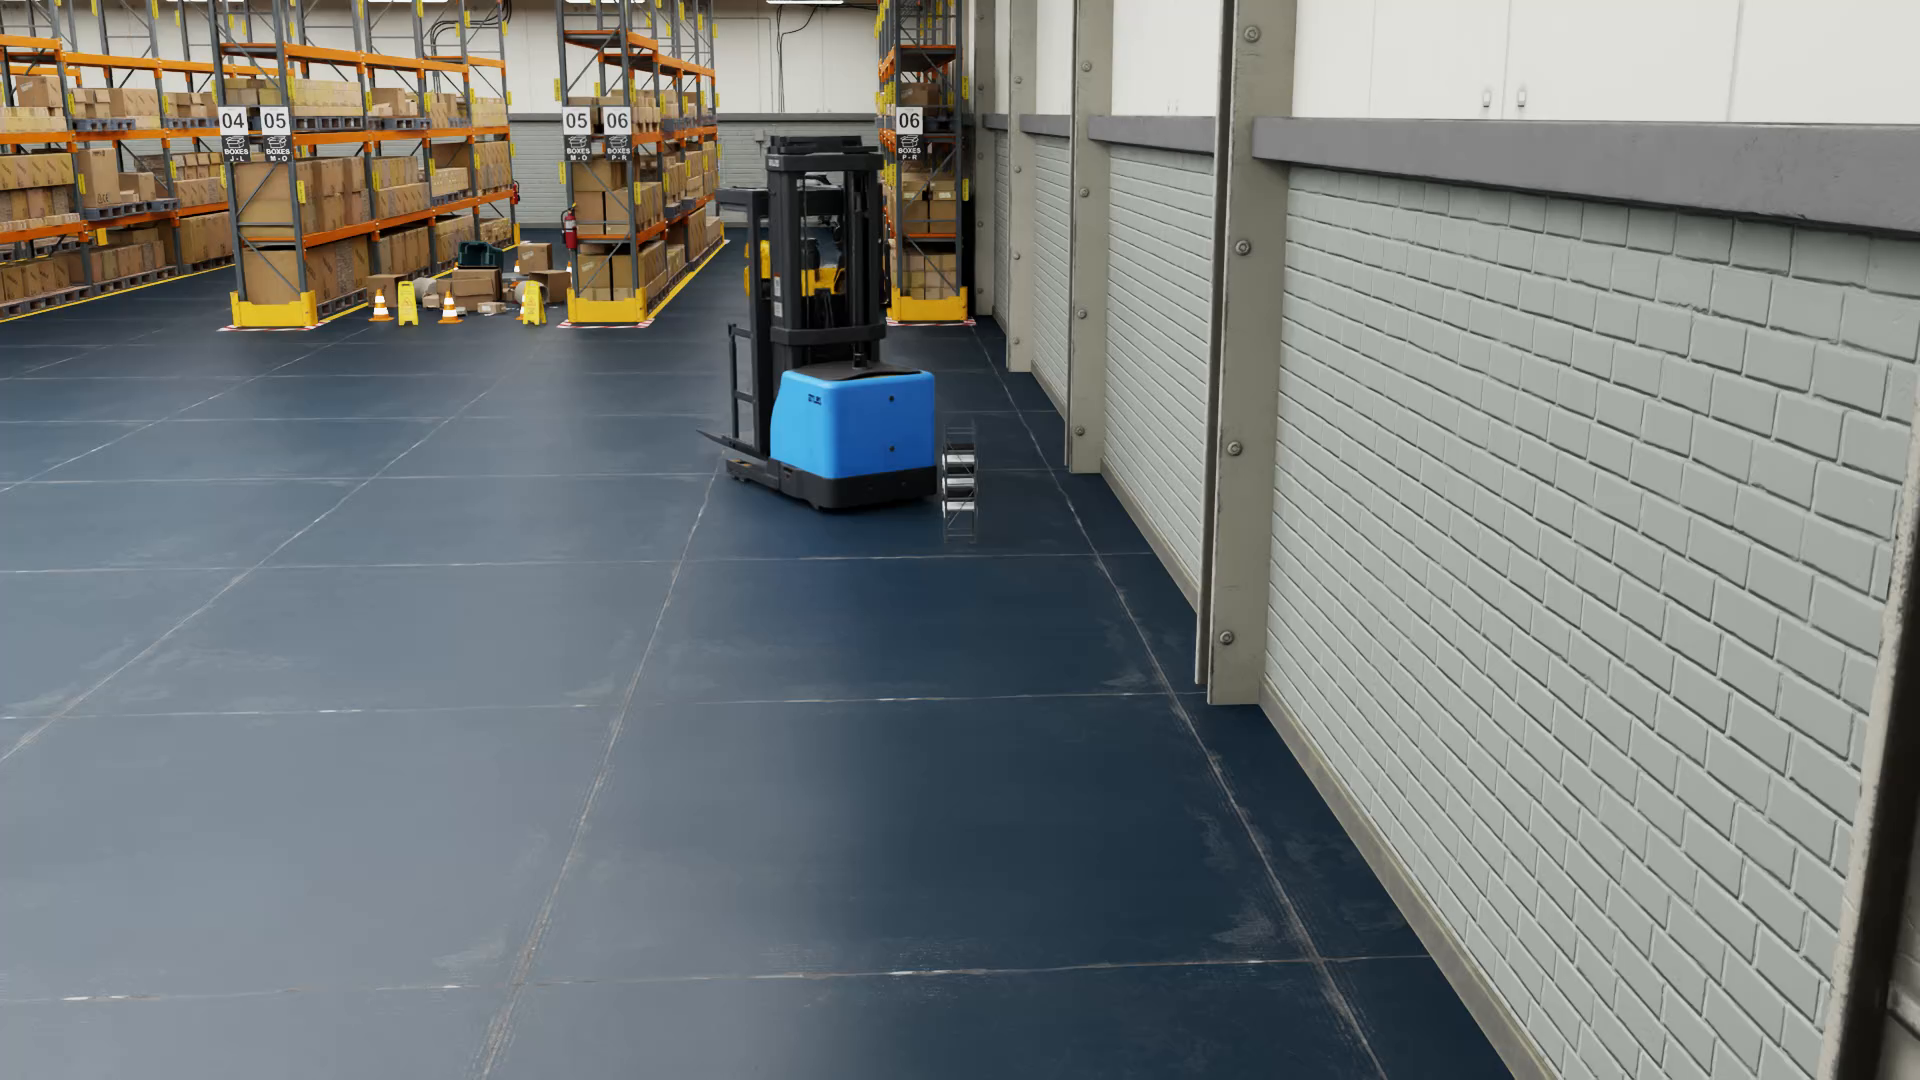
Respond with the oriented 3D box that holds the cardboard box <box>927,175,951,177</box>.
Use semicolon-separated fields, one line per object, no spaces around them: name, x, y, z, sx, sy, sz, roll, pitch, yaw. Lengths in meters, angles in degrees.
cardboard box;-0.355;-6.005;27.746;0.380;0.149;0.250;-1;14;-4

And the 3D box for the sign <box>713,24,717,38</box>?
sign;-5.878;-12.200;39.850;0.100;0.325;0.005;-1;14;-3

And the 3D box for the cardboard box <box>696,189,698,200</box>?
cardboard box;-5.851;-7.371;35.457;0.500;0.250;0.500;-1;14;-5

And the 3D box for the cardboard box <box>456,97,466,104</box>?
cardboard box;-10.883;-9.594;36.272;0.380;0.149;0.250;-1;14;-4

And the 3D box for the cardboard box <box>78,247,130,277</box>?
cardboard box;-15.630;-5.075;30.365;0.700;0.500;0.500;-2;15;-8

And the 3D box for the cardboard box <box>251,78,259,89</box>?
cardboard box;-10.737;-6.828;24.884;0.380;0.149;0.250;-1;14;-3

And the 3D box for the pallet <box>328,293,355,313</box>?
pallet;-10.564;-3.868;27.136;1.003;0.211;1.213;-1;14;-3

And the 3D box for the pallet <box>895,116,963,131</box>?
pallet;-0.493;-6.483;25.863;1.003;0.211;1.213;-1;14;-3

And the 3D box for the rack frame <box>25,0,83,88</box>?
rack frame;-21.255;-11.475;39.065;1.000;3.000;0.127;-1;14;-3

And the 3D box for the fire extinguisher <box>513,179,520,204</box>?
fire extinguisher;-10.910;-8.549;40.637;0.296;0.674;0.183;-1;14;-3

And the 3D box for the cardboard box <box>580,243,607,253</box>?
cardboard box;-5.829;-4.654;26.465;0.380;0.149;0.250;0;14;-2

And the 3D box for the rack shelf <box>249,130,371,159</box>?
rack shelf;-10.487;-6.320;26.493;1.077;0.370;4.000;-1;14;-3

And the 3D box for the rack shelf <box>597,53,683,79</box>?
rack shelf;-5.801;-8.675;30.431;1.077;0.370;4.000;-1;14;-3

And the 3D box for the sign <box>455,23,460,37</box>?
sign;-11.896;-12.085;39.404;0.100;0.325;0.005;-1;14;-3

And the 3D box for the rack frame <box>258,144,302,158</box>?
rack frame;-16.312;-8.646;40.110;1.000;3.000;0.127;-1;14;-3

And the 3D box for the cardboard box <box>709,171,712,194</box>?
cardboard box;-5.992;-8.222;38.263;0.500;0.500;0.500;-1;14;-3

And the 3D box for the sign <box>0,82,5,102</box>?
sign;-16.122;-7.546;27.987;0.100;0.325;0.005;-1;14;-3

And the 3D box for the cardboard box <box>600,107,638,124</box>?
cardboard box;-5.194;-6.473;25.349;0.500;0.250;0.500;-1;14;-4

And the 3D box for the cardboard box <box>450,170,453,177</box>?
cardboard box;-10.807;-7.651;34.712;0.380;0.149;0.250;-2;15;-6

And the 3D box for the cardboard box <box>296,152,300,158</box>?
cardboard box;-16.019;-8.963;39.543;0.500;0.500;0.500;-1;14;-3

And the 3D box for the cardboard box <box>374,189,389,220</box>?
cardboard box;-10.375;-5.896;29.223;0.500;0.500;0.500;-1;14;-3

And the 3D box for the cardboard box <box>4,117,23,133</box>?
cardboard box;-15.194;-6.551;26.251;0.500;0.250;0.500;0;14;-2

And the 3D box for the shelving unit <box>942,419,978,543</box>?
shelving unit;-0.001;-0.438;12.422;0.258;0.900;0.210;-1;14;-3

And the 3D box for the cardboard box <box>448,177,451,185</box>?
cardboard box;-10.791;-7.444;34.504;0.380;0.149;0.250;0;14;-1

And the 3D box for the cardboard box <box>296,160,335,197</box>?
cardboard box;-10.373;-5.683;26.128;0.875;0.550;0.550;-1;14;-3

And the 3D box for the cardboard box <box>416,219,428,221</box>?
cardboard box;-11.221;-6.482;34.368;0.500;0.250;0.500;-1;14;-2

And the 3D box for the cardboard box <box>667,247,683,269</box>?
cardboard box;-5.846;-5.416;31.987;0.950;0.372;0.625;-1;14;-5

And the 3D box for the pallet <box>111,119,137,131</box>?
pallet;-15.567;-7.436;29.766;1.213;0.211;1.003;-1;14;-3

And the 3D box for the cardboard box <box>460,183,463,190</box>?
cardboard box;-10.855;-7.562;35.558;0.380;0.149;0.250;-1;14;-4

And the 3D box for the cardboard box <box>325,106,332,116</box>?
cardboard box;-10.159;-6.768;26.254;0.380;0.149;0.250;-1;14;-3

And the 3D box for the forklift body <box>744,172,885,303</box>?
forklift body;-2.414;-4.930;27.370;2.313;2.155;1.214;-1;14;-3

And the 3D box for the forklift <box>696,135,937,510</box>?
forklift;-1.404;-1.979;14.335;1.130;2.935;3.031;-9;17;-31

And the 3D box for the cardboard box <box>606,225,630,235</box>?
cardboard box;-5.244;-4.786;25.611;0.380;0.149;0.250;-1;14;-3

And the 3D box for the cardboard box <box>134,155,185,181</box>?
cardboard box;-15.845;-7.373;32.947;0.797;0.503;0.637;0;14;-2

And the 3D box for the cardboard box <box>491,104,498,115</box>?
cardboard box;-11.010;-9.954;38.473;0.500;0.250;0.500;-1;14;-3

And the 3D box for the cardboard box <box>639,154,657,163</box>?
cardboard box;-6.218;-7.467;33.319;0.500;0.500;0.500;-1;14;-5

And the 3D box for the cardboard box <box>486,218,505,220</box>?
cardboard box;-11.111;-7.617;39.796;0.380;0.149;0.250;-1;14;-2

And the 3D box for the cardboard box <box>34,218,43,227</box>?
cardboard box;-15.233;-5.179;27.141;0.380;0.149;0.250;-1;14;-3

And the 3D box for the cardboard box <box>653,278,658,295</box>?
cardboard box;-5.274;-4.159;27.346;0.500;0.250;0.500;0;14;0

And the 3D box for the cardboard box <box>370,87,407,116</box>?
cardboard box;-10.472;-8.033;30.463;0.500;0.500;0.500;-1;14;-3

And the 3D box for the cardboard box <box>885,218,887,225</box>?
cardboard box;-1.462;-7.095;36.955;0.380;0.149;0.250;0;14;-1

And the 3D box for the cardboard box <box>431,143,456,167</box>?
cardboard box;-11.406;-8.492;36.708;0.500;0.500;0.500;-1;14;-5

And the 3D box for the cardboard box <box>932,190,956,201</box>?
cardboard box;-0.237;-5.348;25.791;0.380;0.149;0.250;-1;14;-5

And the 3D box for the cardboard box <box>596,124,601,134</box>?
cardboard box;-5.761;-6.363;25.722;0.380;0.149;0.250;0;14;-2

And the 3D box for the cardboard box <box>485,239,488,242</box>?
cardboard box;-10.825;-6.687;37.375;0.380;0.149;0.250;0;14;-2

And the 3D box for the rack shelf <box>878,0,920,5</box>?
rack shelf;-1.343;-12.546;38.001;1.077;0.370;4.000;-1;14;-3

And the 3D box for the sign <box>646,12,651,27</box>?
sign;-6.728;-11.236;35.945;0.100;0.325;0.005;-1;14;-3

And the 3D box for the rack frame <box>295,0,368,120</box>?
rack frame;-10.611;-8.618;27.963;1.000;3.000;0.127;-1;14;-3

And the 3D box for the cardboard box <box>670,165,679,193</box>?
cardboard box;-5.511;-6.707;30.933;0.500;0.500;0.500;-1;15;-6

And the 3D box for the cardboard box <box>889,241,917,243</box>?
cardboard box;-0.985;-4.996;28.591;0.500;0.250;0.500;-1;14;-3

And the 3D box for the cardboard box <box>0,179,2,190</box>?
cardboard box;-15.106;-5.609;25.502;0.500;0.500;0.500;-1;14;-3
